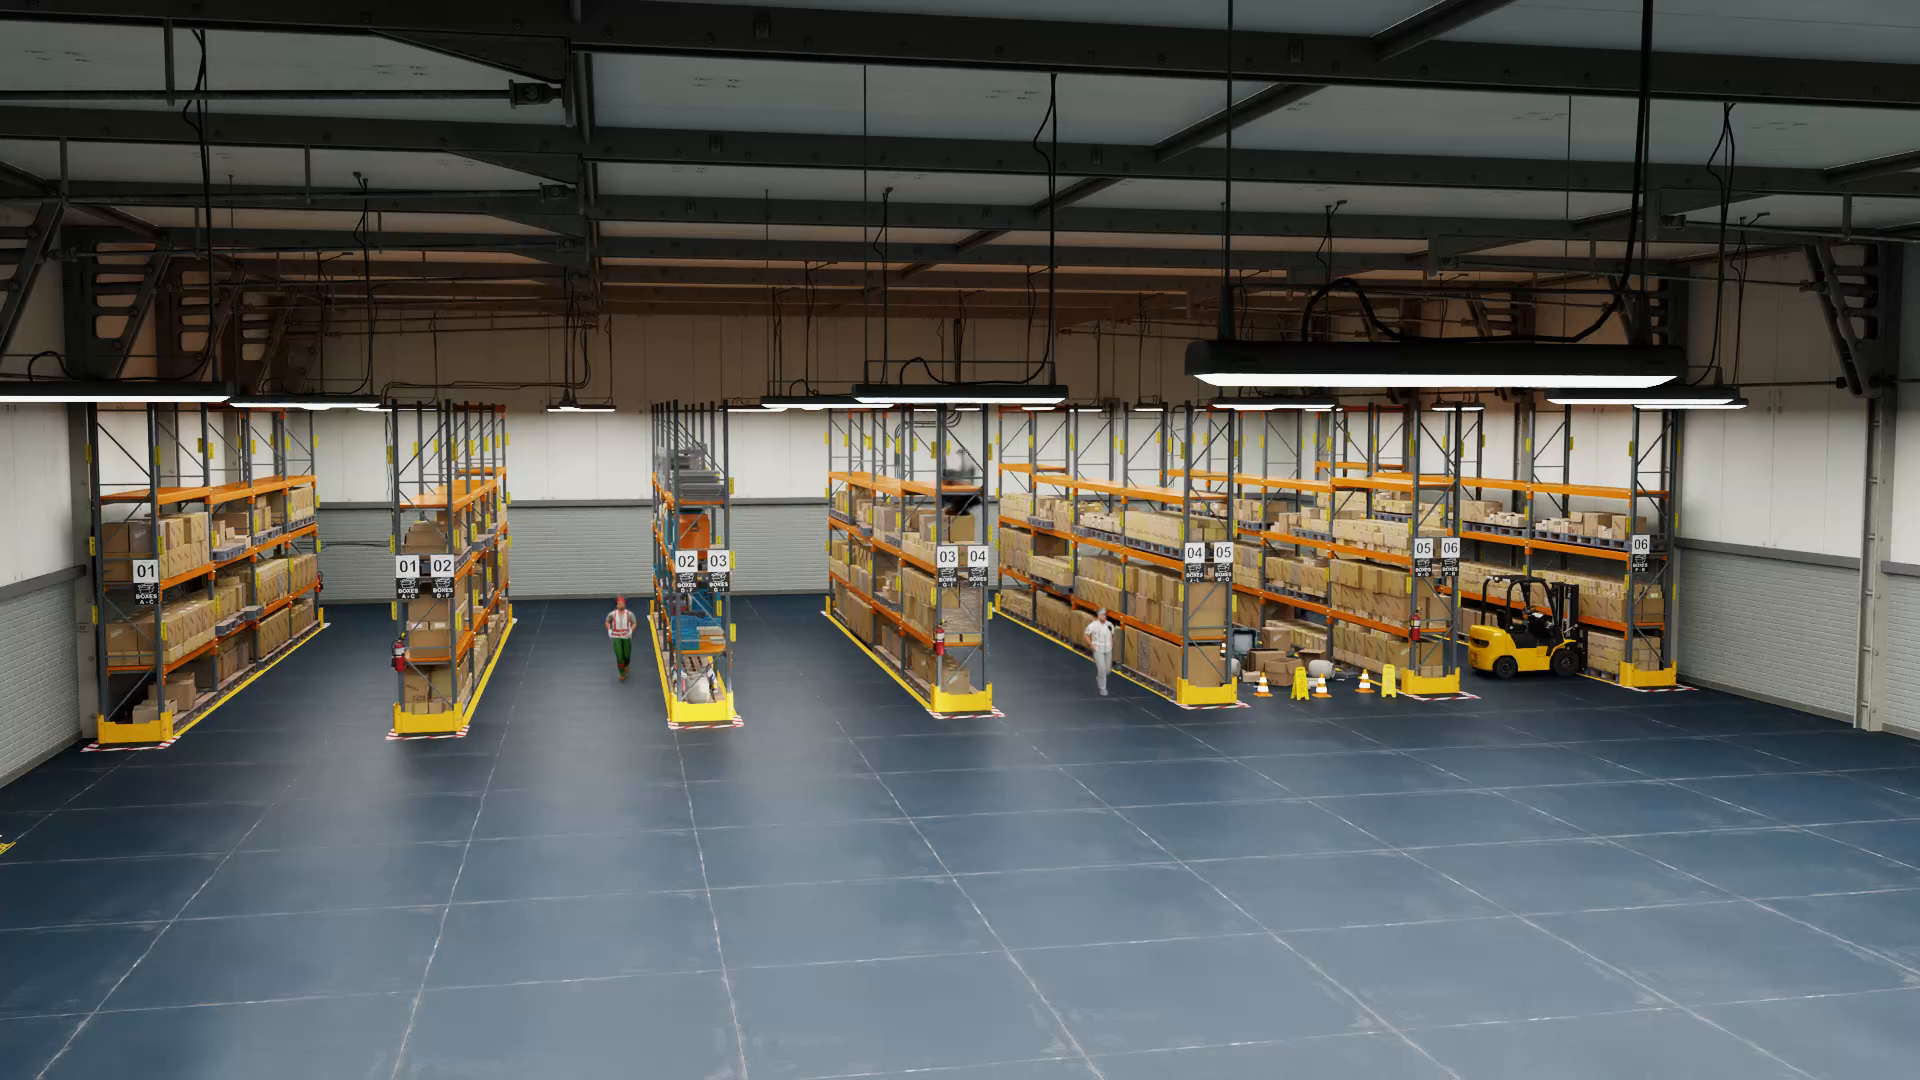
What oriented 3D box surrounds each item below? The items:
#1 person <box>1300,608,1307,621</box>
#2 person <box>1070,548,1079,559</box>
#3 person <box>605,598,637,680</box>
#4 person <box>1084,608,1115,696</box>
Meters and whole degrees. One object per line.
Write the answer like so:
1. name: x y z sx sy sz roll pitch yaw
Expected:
1. person: 9.009 1.597 44.052 0.578 1.628 0.625 -1 4 -15
2. person: 3.290 1.082 50.024 0.687 1.758 0.664 -1 5 -17
3. person: -7.352 2.124 36.079 0.667 1.767 0.741 -1 4 -11
4. person: 2.896 2.267 34.217 0.671 1.775 0.751 -2 5 -20
